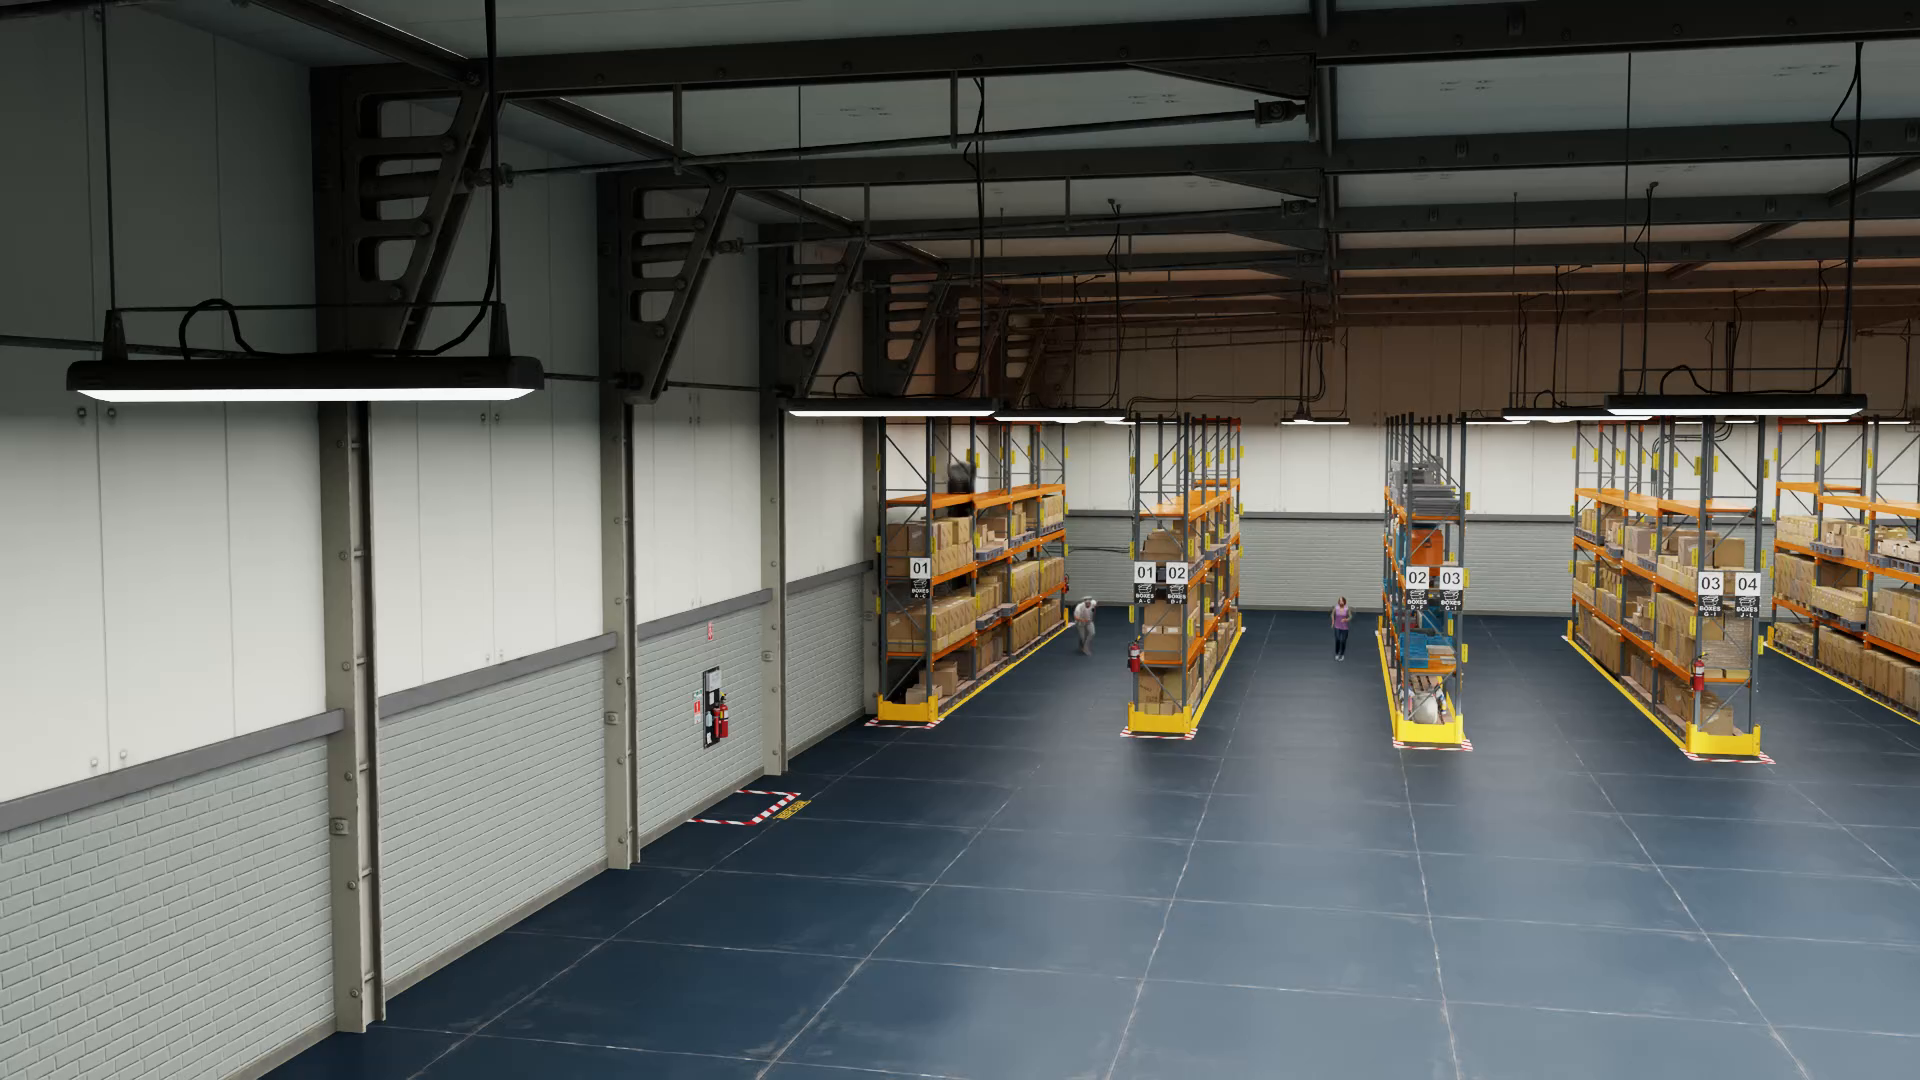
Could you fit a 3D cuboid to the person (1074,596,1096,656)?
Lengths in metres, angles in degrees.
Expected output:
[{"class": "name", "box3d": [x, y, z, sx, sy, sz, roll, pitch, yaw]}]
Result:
[{"class": "person", "box3d": [3.122, 2.144, 42.101, 0.658, 1.536, 1.171, -1, 4, -13]}]

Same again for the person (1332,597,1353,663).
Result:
[{"class": "person", "box3d": [9.308, 2.184, 40.532, 0.506, 1.602, 0.670, 1, 4, 14]}]
